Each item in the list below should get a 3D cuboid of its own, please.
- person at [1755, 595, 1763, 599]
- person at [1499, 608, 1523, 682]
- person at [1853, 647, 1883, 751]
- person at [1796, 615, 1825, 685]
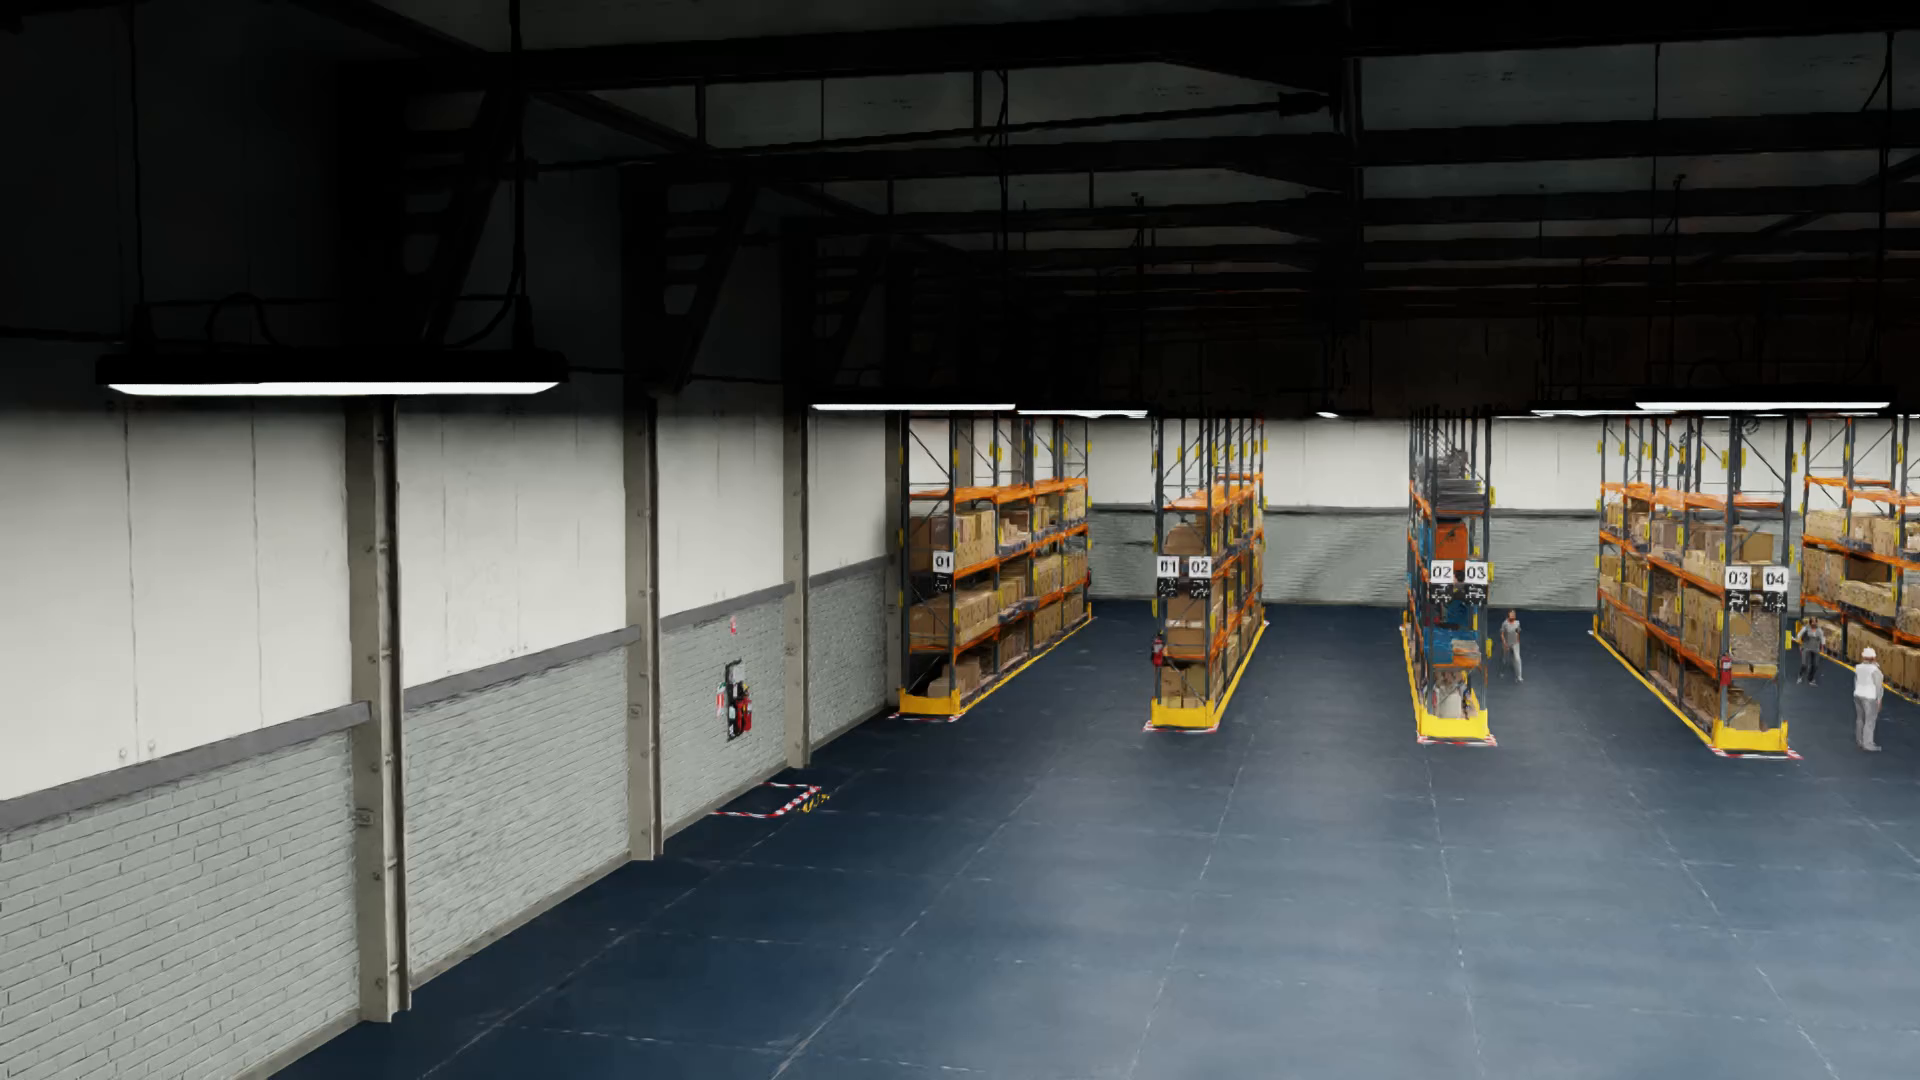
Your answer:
[{"bbox_3d":[20.155,1.855,42.059,0.682,1.715,0.542,1,4,12],"label":"person"},{"bbox_3d":[12.098,2.289,36.562,0.466,1.586,1.081,0,4,5],"label":"person"},{"bbox_3d":[15.834,2.747,28.929,0.451,1.776,0.584,-1,4,-15],"label":"person"},{"bbox_3d":[18.414,2.376,36.023,0.566,1.541,0.519,1,4,11],"label":"person"}]
